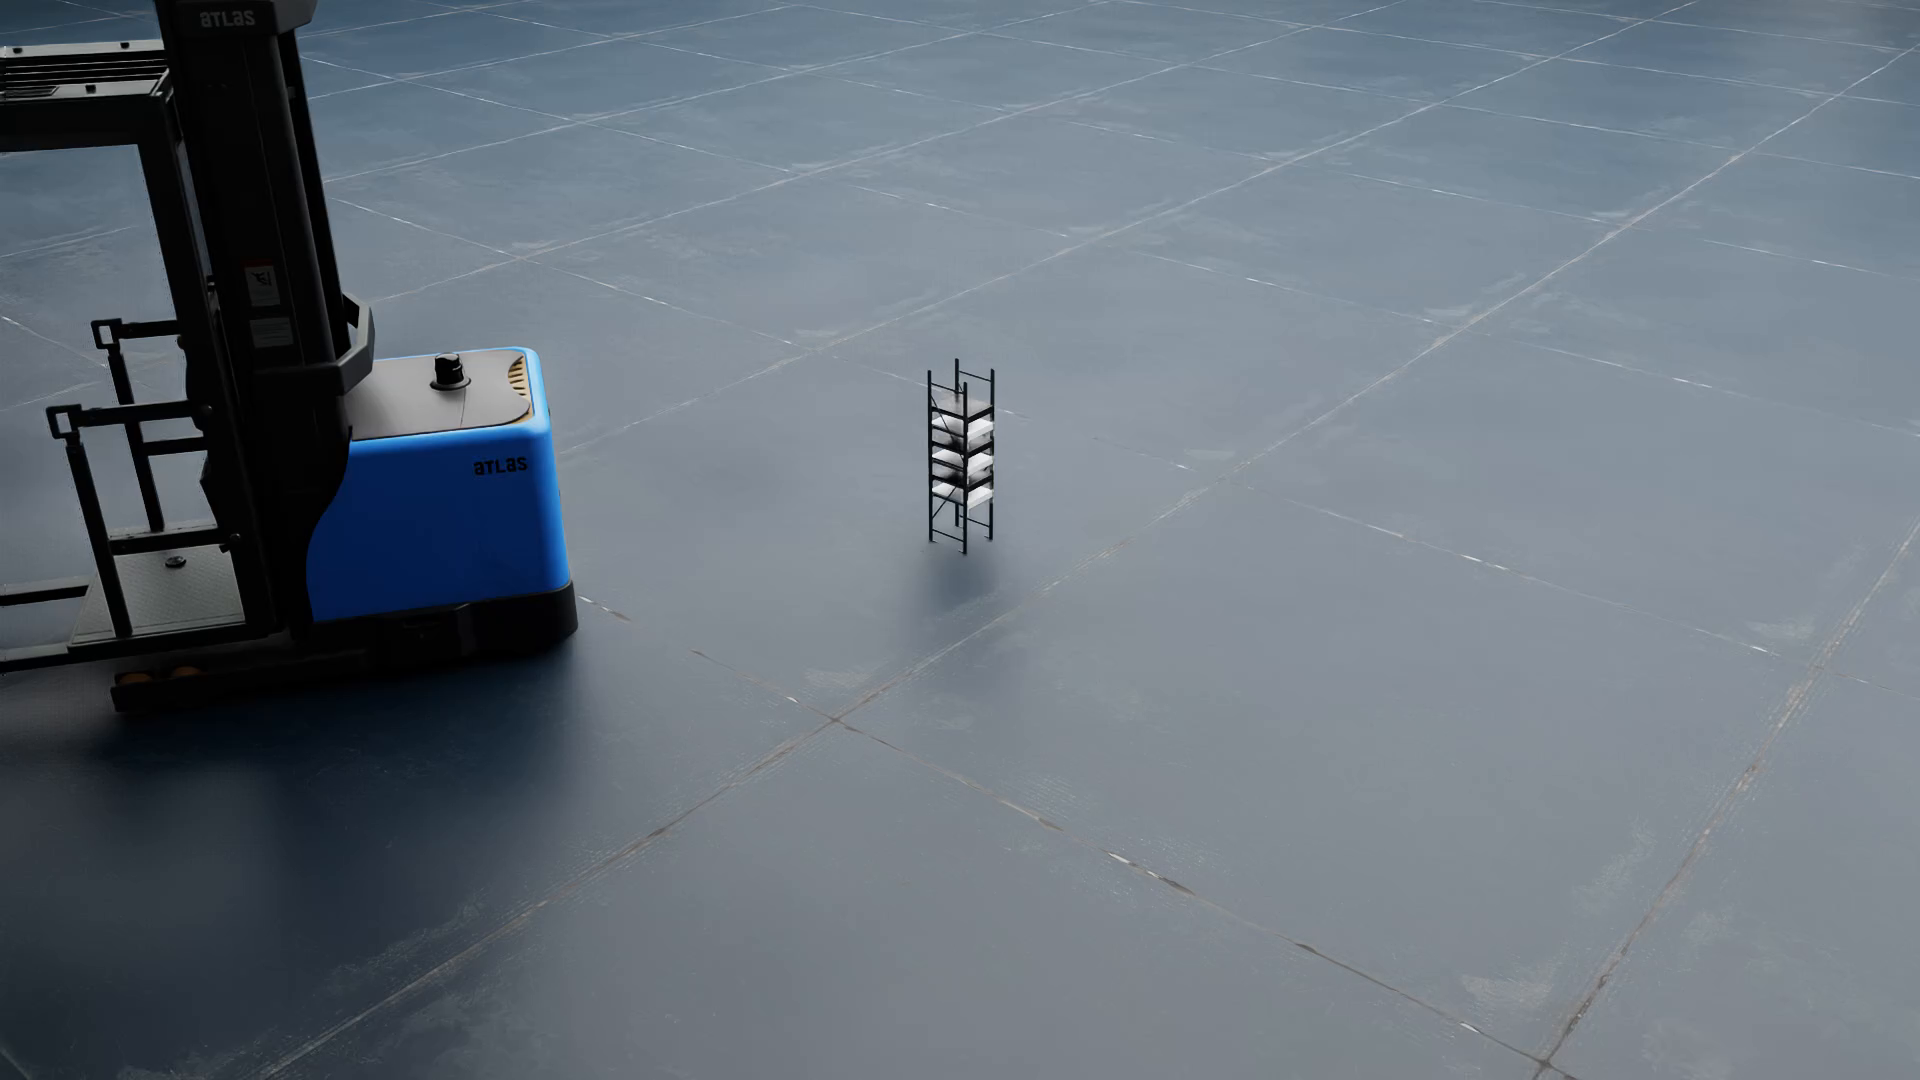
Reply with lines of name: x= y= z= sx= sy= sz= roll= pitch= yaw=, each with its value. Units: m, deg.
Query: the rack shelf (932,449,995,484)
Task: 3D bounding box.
rack shelf: x=0.005 y=-0.373 z=8.064 sx=0.258 sy=0.077 sz=0.200 roll=21 pitch=34 yaw=34

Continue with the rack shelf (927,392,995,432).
rack shelf: x=0.005 y=-0.613 z=7.940 sx=0.258 sy=0.077 sz=0.200 roll=21 pitch=34 yaw=34

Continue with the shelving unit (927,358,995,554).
shelving unit: x=0.005 y=-0.403 z=8.049 sx=0.258 sy=0.900 sz=0.210 roll=21 pitch=34 yaw=34

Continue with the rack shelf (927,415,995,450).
rack shelf: x=0.005 y=-0.533 z=7.981 sx=0.258 sy=0.077 sz=0.200 roll=21 pitch=34 yaw=34

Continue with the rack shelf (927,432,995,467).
rack shelf: x=0.005 y=-0.453 z=8.023 sx=0.258 sy=0.077 sz=0.200 roll=21 pitch=34 yaw=34

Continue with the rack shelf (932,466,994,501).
rack shelf: x=0.005 y=-0.293 z=8.105 sx=0.258 sy=0.077 sz=0.200 roll=21 pitch=34 yaw=34

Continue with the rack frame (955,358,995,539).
rack frame: x=0.070 y=-0.439 z=8.118 sx=0.240 sy=0.900 sz=0.006 roll=21 pitch=34 yaw=34

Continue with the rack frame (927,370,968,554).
rack frame: x=-0.059 y=-0.367 z=7.979 sx=0.240 sy=0.900 sz=0.006 roll=21 pitch=34 yaw=34

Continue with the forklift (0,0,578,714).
forklift: x=-3.263 y=-0.853 z=6.709 sx=3.031 sy=2.935 sz=1.130 roll=-8 pitch=28 yaw=-14

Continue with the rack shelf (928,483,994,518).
rack shelf: x=0.005 y=-0.213 z=8.147 sx=0.258 sy=0.077 sz=0.200 roll=21 pitch=34 yaw=34
